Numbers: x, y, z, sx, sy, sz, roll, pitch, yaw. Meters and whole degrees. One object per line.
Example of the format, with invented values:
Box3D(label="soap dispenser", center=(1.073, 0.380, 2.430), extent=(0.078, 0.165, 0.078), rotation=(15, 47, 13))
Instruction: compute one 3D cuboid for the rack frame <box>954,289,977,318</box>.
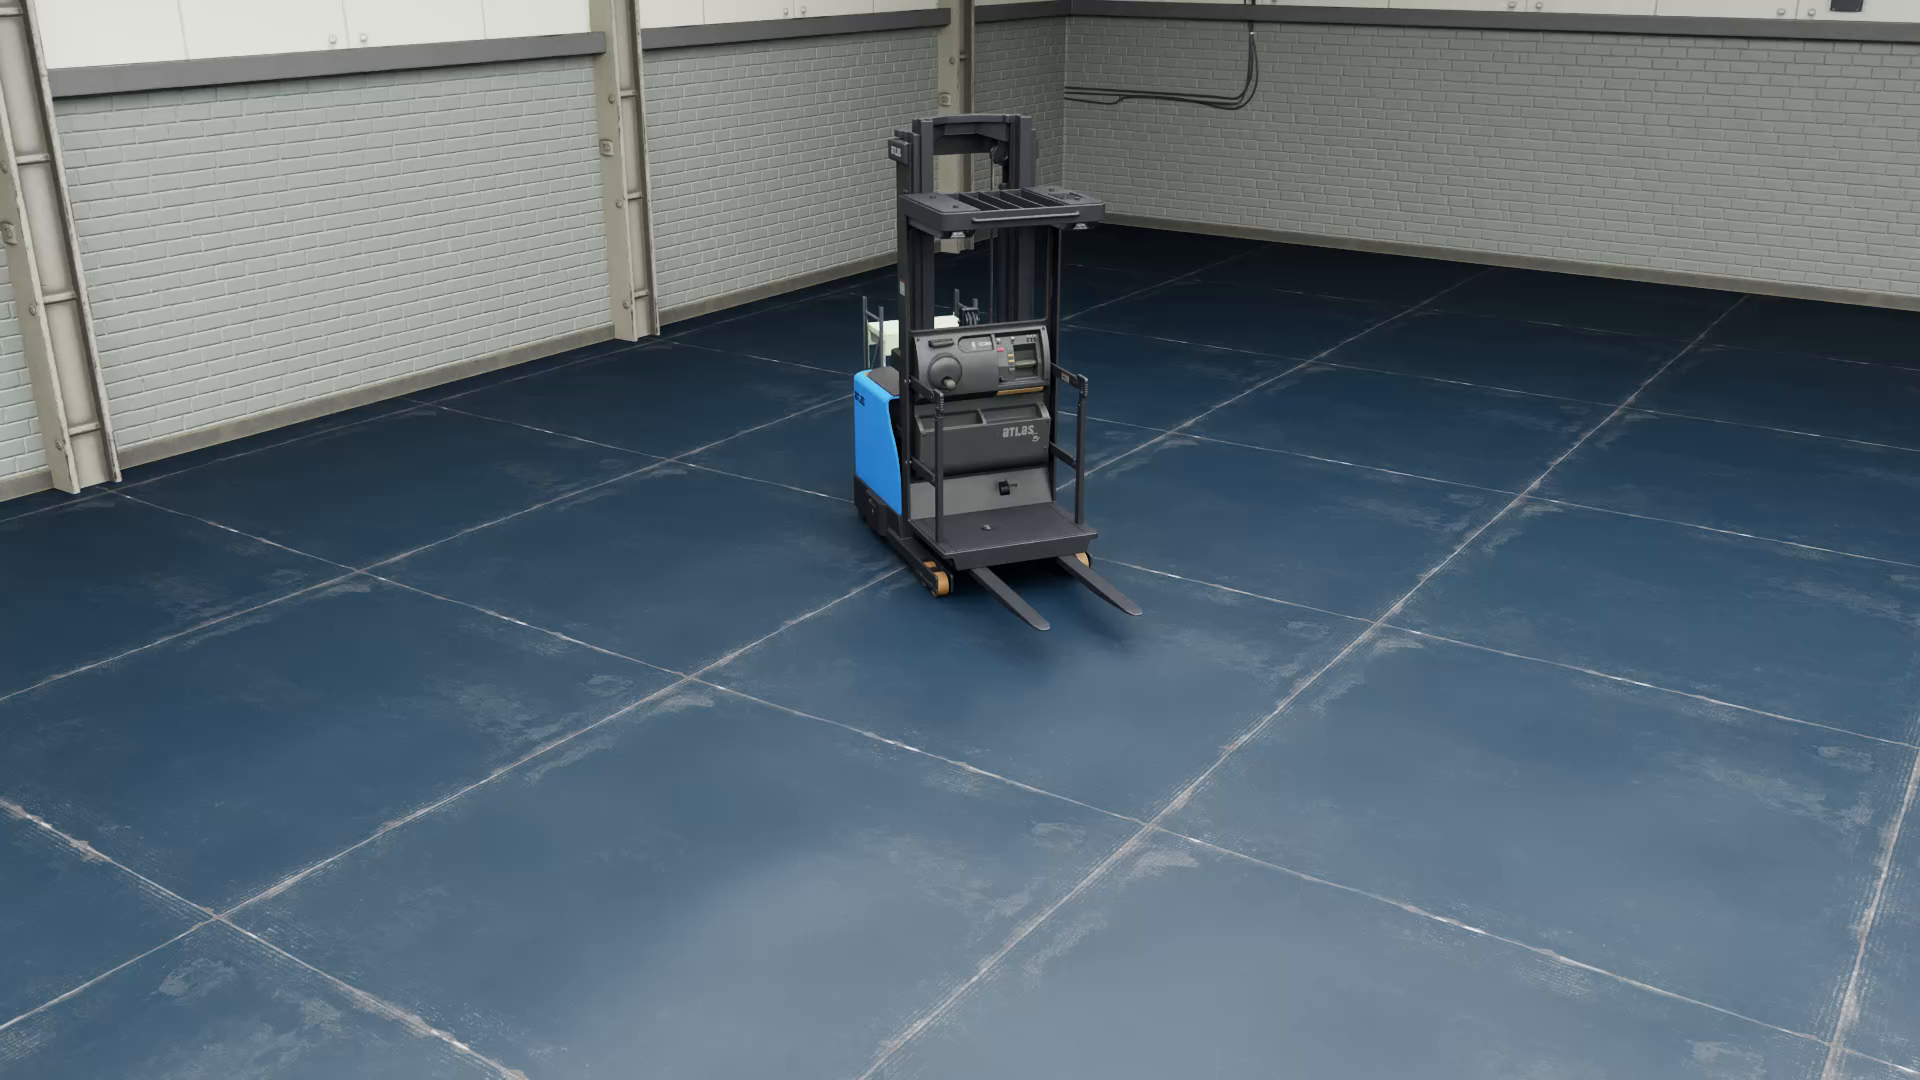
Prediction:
Box3D(label="rack frame", center=(0.041, -1.130, 12.657), extent=(0.023, 1.500, 0.400), rotation=(-8, 22, -21))

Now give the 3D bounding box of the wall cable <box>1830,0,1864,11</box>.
Box3D(label="wall cable", center=(10.544, -8.428, 16.677), extent=(2.305, 6.003, 0.169), rotation=(13, 24, 32))

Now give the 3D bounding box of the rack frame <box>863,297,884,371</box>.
Box3D(label="rack frame", center=(-0.637, -1.035, 12.400), extent=(0.023, 1.500, 0.400), rotation=(-8, 22, -21))

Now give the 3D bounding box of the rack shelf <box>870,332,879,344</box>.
Box3D(label="rack shelf", center=(-0.298, -1.515, 12.369), extent=(0.664, 0.071, 0.332), rotation=(-8, 22, -21))

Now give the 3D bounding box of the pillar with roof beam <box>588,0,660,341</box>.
Box3D(label="pillar with roof beam", center=(0.139, -5.541, 13.773), extent=(9.100, 9.000, 0.400), rotation=(13, 24, 32))

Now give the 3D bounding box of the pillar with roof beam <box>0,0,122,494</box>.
Box3D(label="pillar with roof beam", center=(-3.234, -3.819, 9.119), extent=(9.100, 9.000, 0.400), rotation=(13, 24, 32))

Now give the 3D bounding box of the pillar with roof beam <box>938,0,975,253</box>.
Box3D(label="pillar with roof beam", center=(0.782, -1.637, 3.148), extent=(22.890, 9.050, 30.400), rotation=(13, 24, 32))

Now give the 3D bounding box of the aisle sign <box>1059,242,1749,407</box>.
Box3D(label="aisle sign", center=(5.174, -2.650, 18.928), extent=(6.000, 0.001, 6.000), rotation=(13, 24, 32))

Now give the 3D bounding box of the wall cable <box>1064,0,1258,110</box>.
Box3D(label="wall cable", center=(2.701, -7.233, 22.823), extent=(3.097, 2.526, 0.112), rotation=(13, 24, 32))
